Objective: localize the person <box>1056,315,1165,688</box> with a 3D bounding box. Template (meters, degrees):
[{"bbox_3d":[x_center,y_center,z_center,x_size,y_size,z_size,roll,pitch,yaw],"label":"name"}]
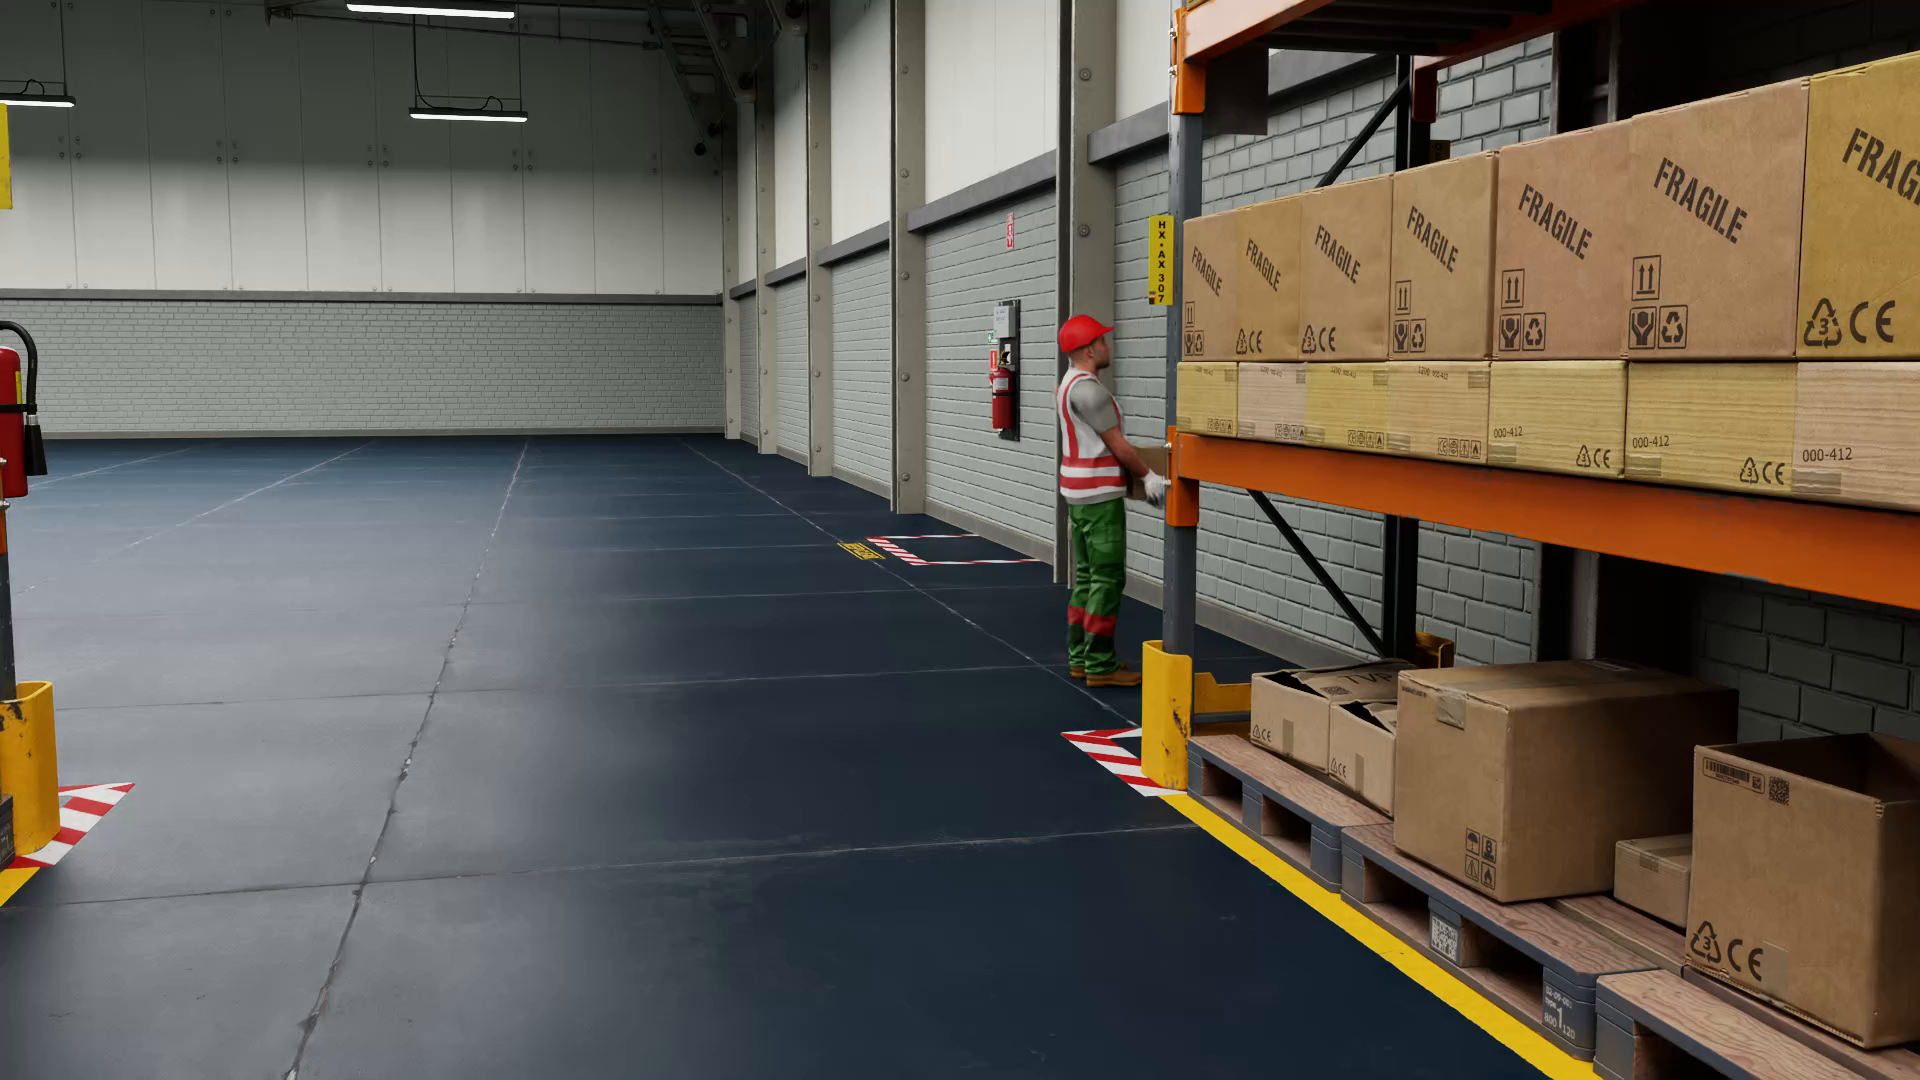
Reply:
[{"bbox_3d":[0.752,-0.195,8.115,0.556,1.792,0.506,-1,6,-6],"label":"person"}]
